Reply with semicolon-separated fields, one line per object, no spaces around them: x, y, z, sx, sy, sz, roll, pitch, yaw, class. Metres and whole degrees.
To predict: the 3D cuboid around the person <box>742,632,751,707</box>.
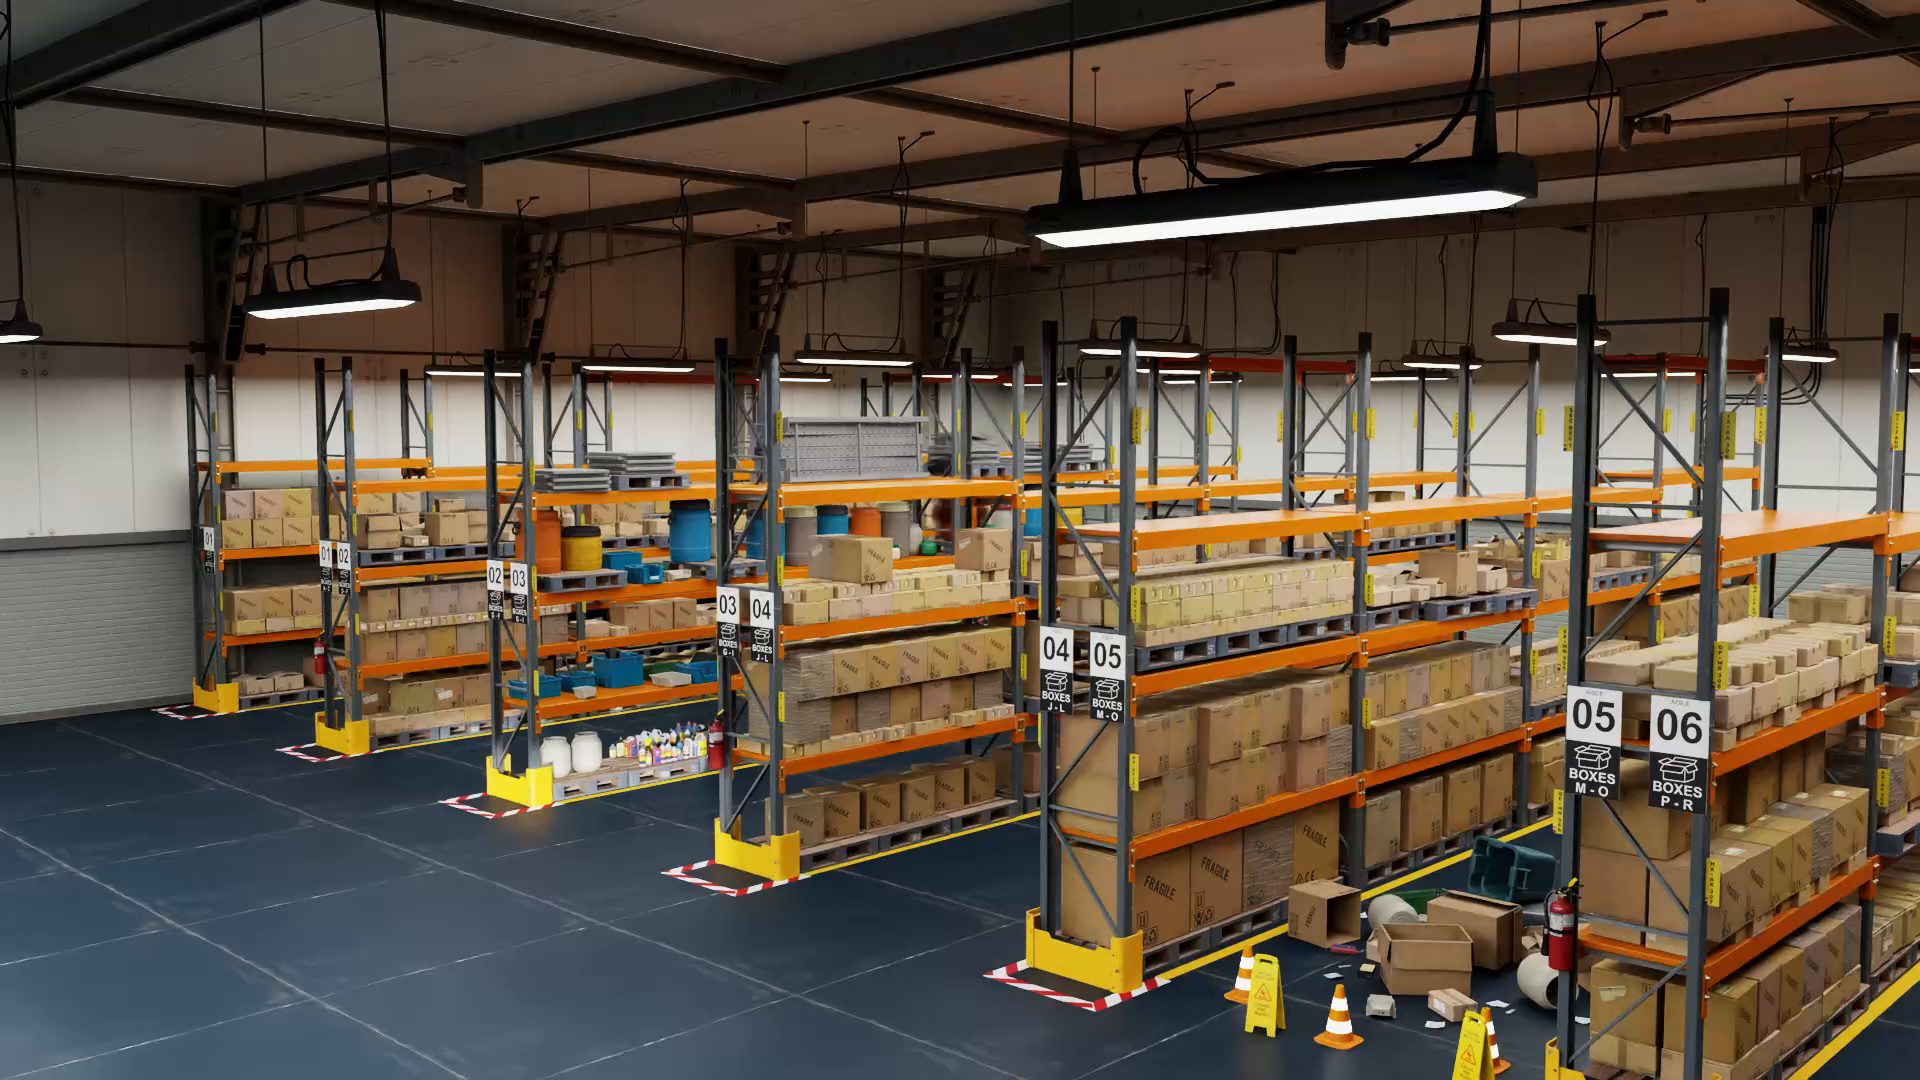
-3.509;2.066;28.622;0.477;1.768;0.601;-1;4;-9;person
